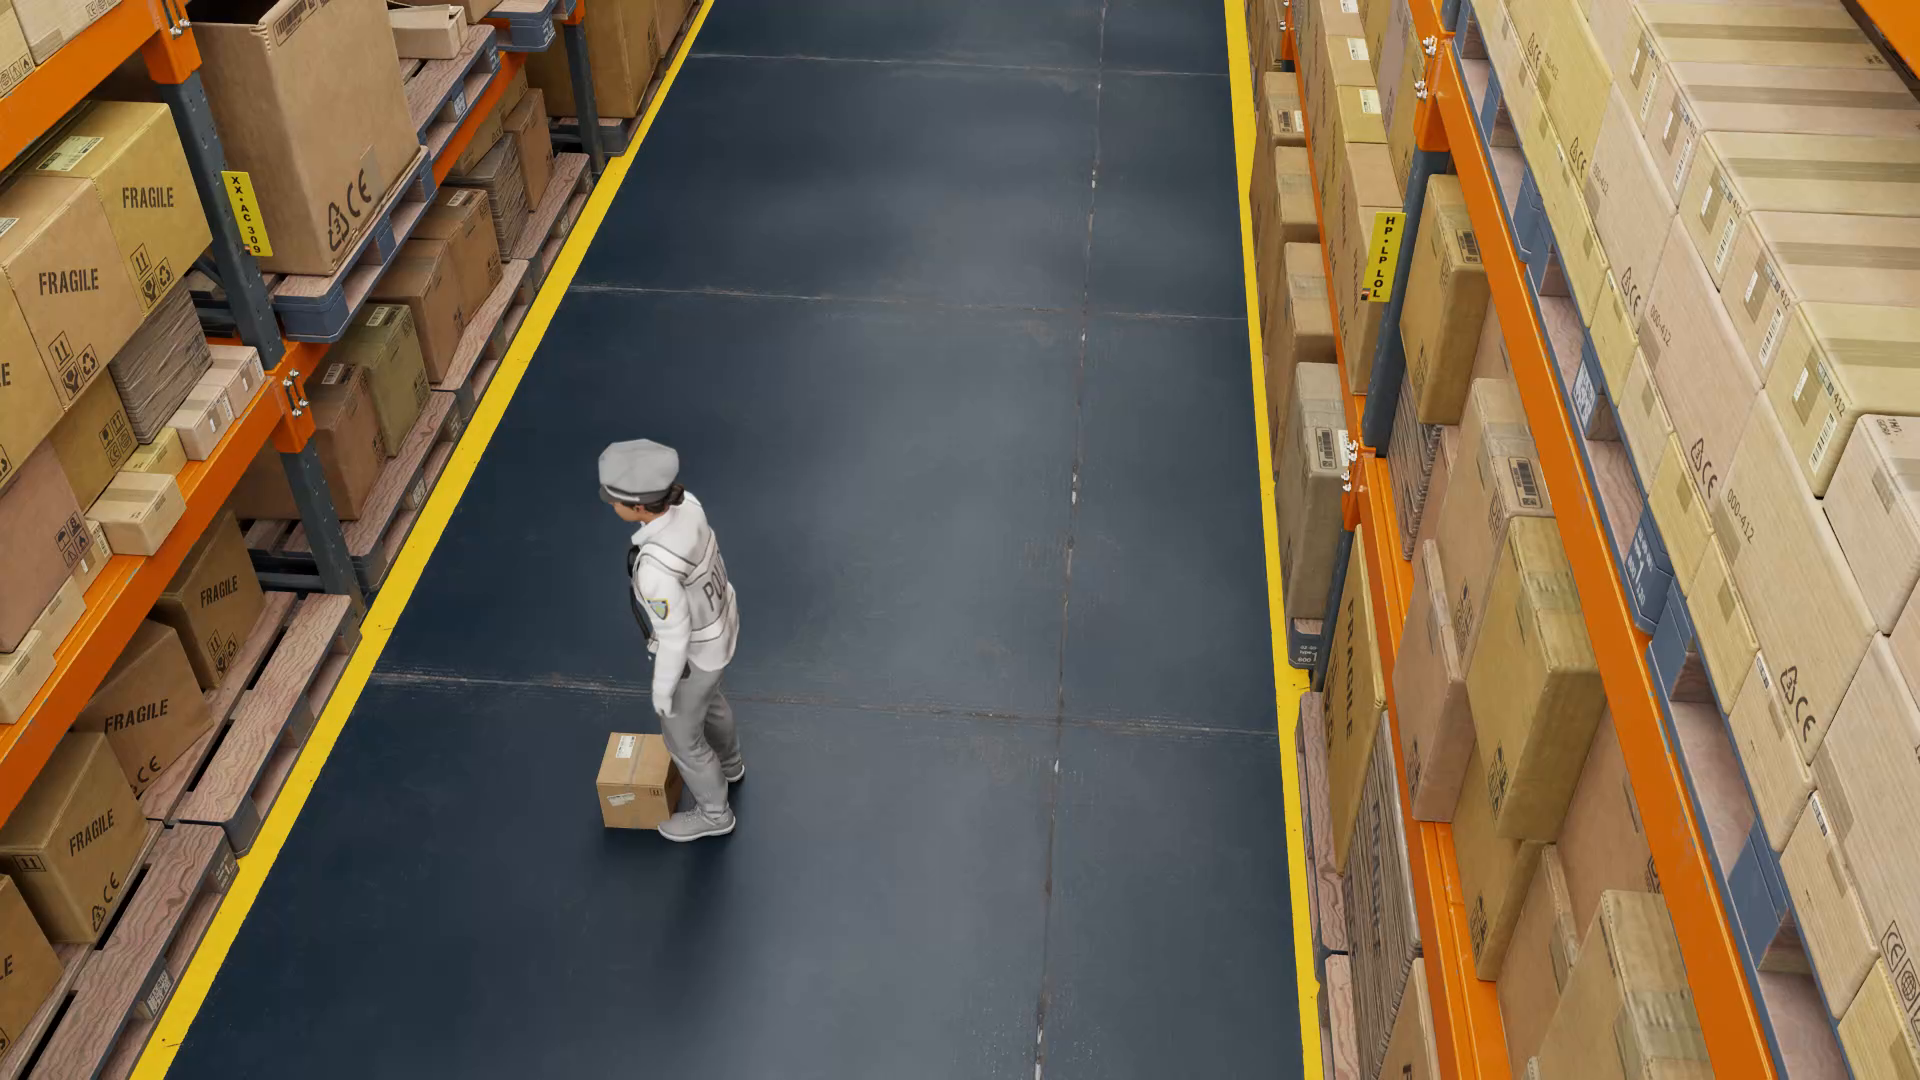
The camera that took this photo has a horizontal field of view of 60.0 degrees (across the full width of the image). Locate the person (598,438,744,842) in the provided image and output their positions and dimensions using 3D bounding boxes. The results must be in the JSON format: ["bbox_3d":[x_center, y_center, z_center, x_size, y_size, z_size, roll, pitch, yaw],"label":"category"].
[{"bbox_3d":[-0.951,0.367,5.721,0.378,1.663,0.531,3,40,3],"label":"person"}]
